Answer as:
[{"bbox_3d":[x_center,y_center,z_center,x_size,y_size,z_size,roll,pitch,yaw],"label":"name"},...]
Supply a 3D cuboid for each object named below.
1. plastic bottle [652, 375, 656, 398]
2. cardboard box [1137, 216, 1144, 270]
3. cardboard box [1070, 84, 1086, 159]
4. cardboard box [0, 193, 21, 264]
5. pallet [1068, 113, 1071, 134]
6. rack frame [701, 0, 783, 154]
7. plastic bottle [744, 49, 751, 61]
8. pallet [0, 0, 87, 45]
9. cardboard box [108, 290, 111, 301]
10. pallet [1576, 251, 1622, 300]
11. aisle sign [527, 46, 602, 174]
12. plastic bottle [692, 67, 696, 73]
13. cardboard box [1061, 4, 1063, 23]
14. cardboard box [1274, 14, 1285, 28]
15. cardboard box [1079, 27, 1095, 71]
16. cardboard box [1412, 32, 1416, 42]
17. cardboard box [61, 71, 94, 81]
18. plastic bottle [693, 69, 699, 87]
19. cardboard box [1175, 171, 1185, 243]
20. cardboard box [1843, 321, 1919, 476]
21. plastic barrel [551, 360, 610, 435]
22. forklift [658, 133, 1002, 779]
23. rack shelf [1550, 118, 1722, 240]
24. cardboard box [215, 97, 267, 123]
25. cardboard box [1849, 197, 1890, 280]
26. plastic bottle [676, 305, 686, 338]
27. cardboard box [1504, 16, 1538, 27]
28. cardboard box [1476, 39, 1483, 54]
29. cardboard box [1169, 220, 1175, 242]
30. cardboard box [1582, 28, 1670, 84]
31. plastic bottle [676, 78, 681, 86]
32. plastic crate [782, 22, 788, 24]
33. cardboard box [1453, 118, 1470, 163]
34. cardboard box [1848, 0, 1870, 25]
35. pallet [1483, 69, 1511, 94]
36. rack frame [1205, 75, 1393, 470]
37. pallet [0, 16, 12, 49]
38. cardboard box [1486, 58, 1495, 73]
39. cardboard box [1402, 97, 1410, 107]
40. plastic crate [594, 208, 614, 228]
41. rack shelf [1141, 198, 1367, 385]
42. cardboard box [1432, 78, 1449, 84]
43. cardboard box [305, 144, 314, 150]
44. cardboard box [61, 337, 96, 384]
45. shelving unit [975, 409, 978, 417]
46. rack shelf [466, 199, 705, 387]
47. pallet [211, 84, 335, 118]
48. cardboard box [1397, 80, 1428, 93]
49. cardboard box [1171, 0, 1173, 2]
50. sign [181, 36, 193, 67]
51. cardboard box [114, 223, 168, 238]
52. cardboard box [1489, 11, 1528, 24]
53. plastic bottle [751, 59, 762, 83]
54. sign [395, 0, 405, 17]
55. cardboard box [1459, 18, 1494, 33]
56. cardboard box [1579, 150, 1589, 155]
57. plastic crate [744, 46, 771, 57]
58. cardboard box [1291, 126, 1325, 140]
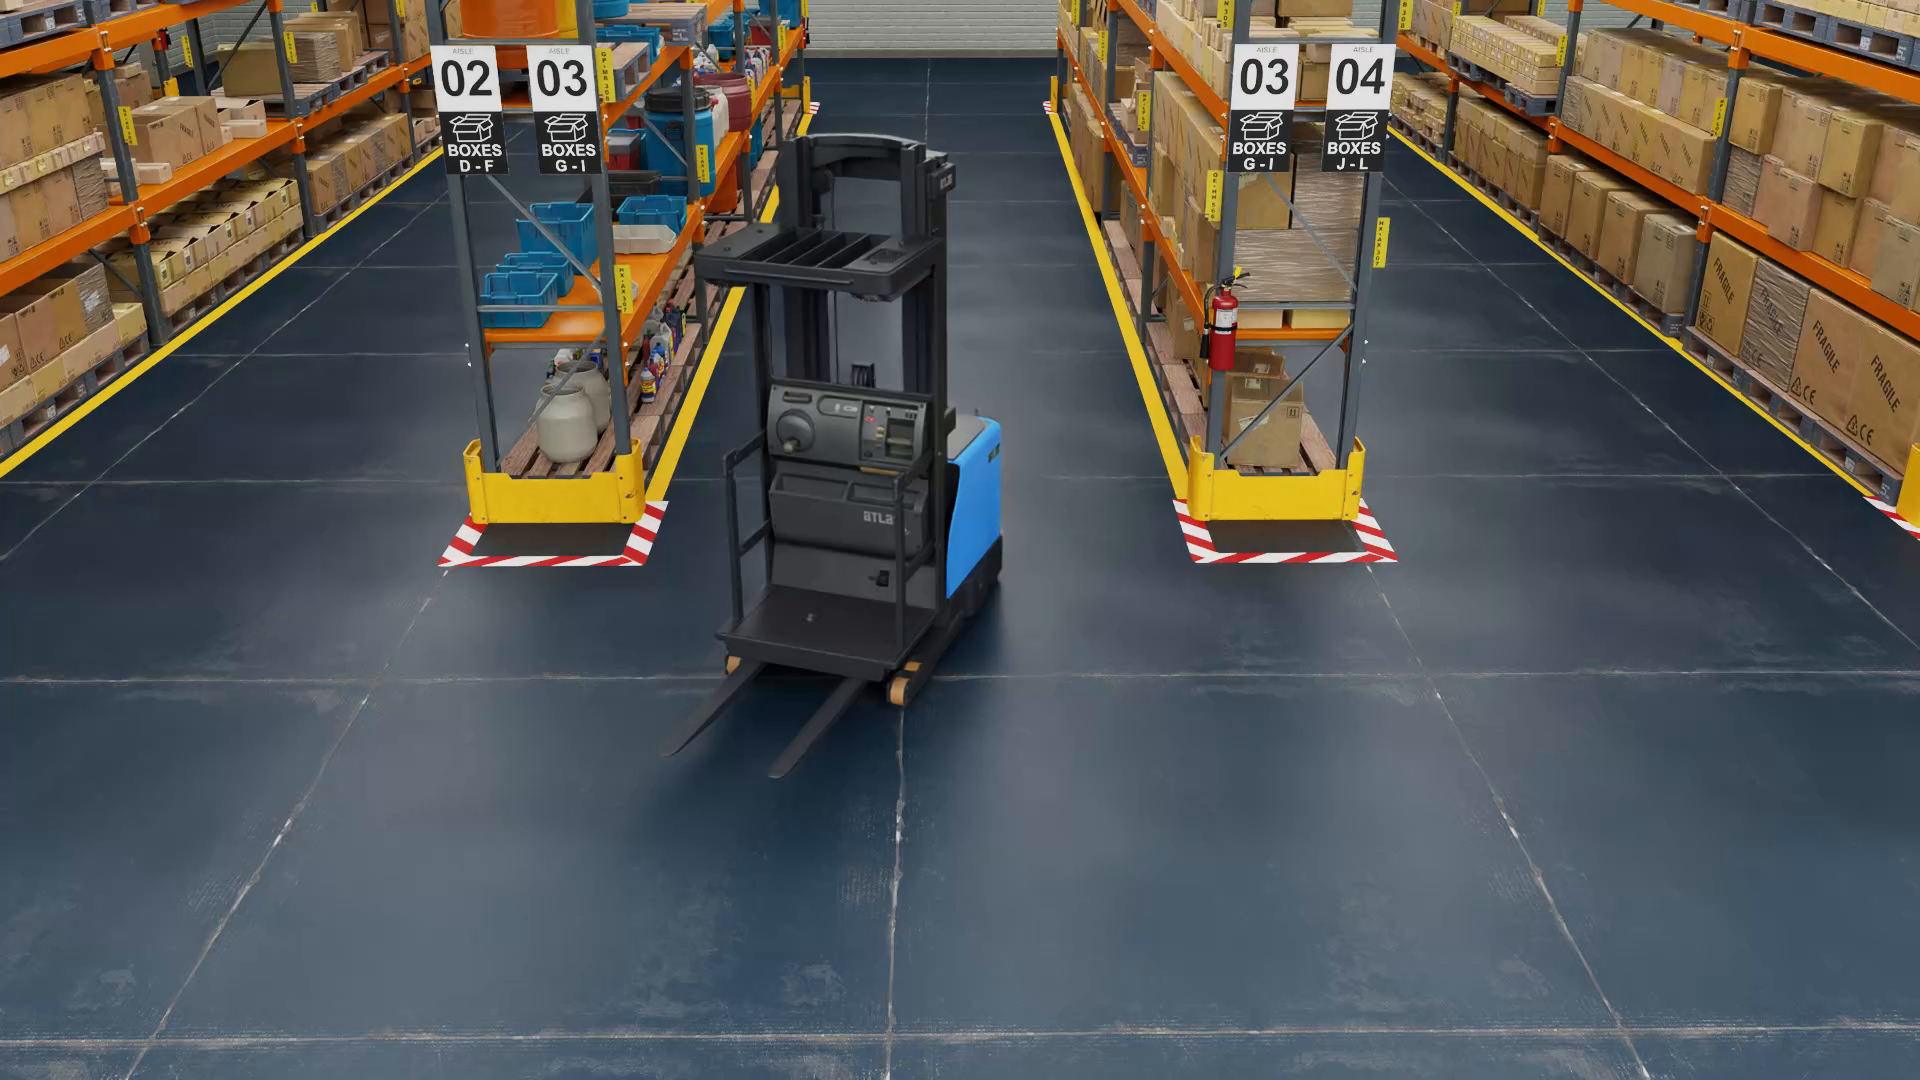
[{"bbox_3d":[-2.467,-1.237,13.207,0.097,0.201,0.097,0,24,0],"label":"plastic bottle"},{"bbox_3d":[2.173,-2.933,16.594,0.700,0.500,0.500,-2,24,-5],"label":"cardboard box"},{"bbox_3d":[2.091,-5.447,21.723,1.225,0.875,0.875,0,24,0],"label":"cardboard box"},{"bbox_3d":[-7.723,-2.376,12.741,0.700,0.500,0.500,0,24,1],"label":"cardboard box"},{"bbox_3d":[2.118,-6.035,24.337,1.003,0.211,1.213,0,24,-1],"label":"pallet"},{"bbox_3d":[-2.889,-6.465,21.905,1.000,3.000,0.127,0,24,-1],"label":"rack frame"},{"bbox_3d":[-2.694,-5.989,20.911,0.144,0.351,0.185,0,24,-1],"label":"plastic bottle"},{"bbox_3d":[-7.719,-4.123,13.194,1.003,0.211,1.213,0,24,-1],"label":"pallet"},{"bbox_3d":[-8.049,-2.256,15.425,0.500,0.250,0.500,0,24,-1],"label":"cardboard box"},{"bbox_3d":[7.012,-2.723,17.014,1.003,0.211,1.213,0,24,-1],"label":"pallet"},{"bbox_3d":[-2.464,-2.677,10.374,0.394,0.787,0.004,0,24,-1],"label":"aisle sign"},{"bbox_3d":[-3.252,-5.627,20.112,0.144,0.351,0.185,0,24,-1],"label":"plastic bottle"},{"bbox_3d":[1.768,-7.790,24.655,0.500,0.250,0.500,-1,24,-1],"label":"cardboard box"},{"bbox_3d":[2.443,-3.673,11.790,0.380,0.149,0.250,-1,24,-3],"label":"cardboard box"},{"bbox_3d":[1.819,-6.342,21.512,0.500,0.500,0.500,0,24,0],"label":"cardboard box"},{"bbox_3d":[6.725,-7.224,23.888,0.380,0.149,0.250,1,24,1],"label":"cardboard box"},{"bbox_3d":[-12.921,-6.763,24.300,0.380,0.149,0.250,0,24,0],"label":"cardboard box"},{"bbox_3d":[-3.147,-5.476,19.860,0.061,0.283,0.133,0,24,-1],"label":"plastic bottle"},{"bbox_3d":[2.135,-2.568,12.807,0.875,0.500,0.500,0,24,-1],"label":"cardboard box"},{"bbox_3d":[7.082,-1.026,11.947,0.875,0.875,0.875,0,24,0],"label":"cardboard box"},{"bbox_3d":[-2.847,-1.056,12.454,0.421,0.512,0.421,0,24,0],"label":"plastic barrel"},{"bbox_3d":[-0.699,-0.601,9.022,1.130,2.935,3.031,8,26,18],"label":"forklift"},{"bbox_3d":[7.090,-3.668,16.593,1.077,0.370,4.000,0,24,-1],"label":"rack shelf"},{"bbox_3d":[-7.838,-4.606,17.901,0.500,0.311,0.500,1,24,3],"label":"cardboard box"},{"bbox_3d":[7.198,-2.202,12.297,0.875,0.550,0.550,0,24,-1],"label":"cardboard box"},{"bbox_3d":[-2.466,-1.935,14.650,0.061,0.283,0.133,1,24,2],"label":"plastic bottle"},{"bbox_3d":[7.224,-6.652,21.390,0.380,0.149,0.250,1,24,2],"label":"cardboard box"},{"bbox_3d":[6.586,-6.085,20.498,0.380,0.149,0.250,1,24,2],"label":"cardboard box"},{"bbox_3d":[1.891,-2.472,13.380,0.380,0.149,0.250,0,24,-1],"label":"cardboard box"},{"bbox_3d":[7.063,-5.136,17.631,0.700,0.500,0.500,0,24,-1],"label":"cardboard box"},{"bbox_3d":[-3.266,-5.226,19.322,0.097,0.271,0.097,0,24,0],"label":"plastic bottle"},{"bbox_3d":[-2.754,-7.566,24.586,0.396,0.136,0.243,0,24,-1],"label":"plastic crate"},{"bbox_3d":[6.767,-5.215,21.664,0.500,0.500,0.500,1,24,1],"label":"cardboard box"},{"bbox_3d":[6.793,-3.883,12.228,0.380,0.149,0.250,0,24,0],"label":"cardboard box"},{"bbox_3d":[7.006,-5.548,20.110,1.003,0.211,1.213,0,24,-1],"label":"pallet"},{"bbox_3d":[2.195,-1.543,11.021,1.000,3.000,0.127,0,24,-1],"label":"rack frame"},{"bbox_3d":[-7.709,-3.622,12.085,1.003,0.211,1.213,0,24,-1],"label":"pallet"},{"bbox_3d":[6.588,-5.739,20.094,0.380,0.149,0.250,-1,24,-3],"label":"cardboard box"},{"bbox_3d":[6.760,-6.499,24.568,0.380,0.149,0.250,-1,24,-3],"label":"cardboard box"},{"bbox_3d":[-3.069,-2.512,13.420,0.450,0.188,0.662,0,24,-1],"label":"plastic crate"},{"bbox_3d":[2.173,-2.039,12.992,1.077,0.370,4.000,0,24,-1],"label":"rack shelf"},{"bbox_3d":[7.315,-6.853,24.990,0.380,0.149,0.250,-1,24,-2],"label":"cardboard box"},{"bbox_3d":[-8.049,-4.455,19.961,0.500,0.500,0.500,-1,24,-2],"label":"cardboard box"},{"bbox_3d":[-7.515,-1.484,13.719,0.500,0.250,0.500,0,24,-1],"label":"cardboard box"},{"bbox_3d":[0.000,-0.413,11.072,0.258,0.900,0.210,0,24,-1],"label":"shelving unit"},{"bbox_3d":[-2.780,-2.017,12.942,1.077,0.370,4.000,0,24,-1],"label":"rack shelf"},{"bbox_3d":[-7.876,-4.988,18.871,1.213,0.211,1.003,0,24,-1],"label":"pallet"},{"bbox_3d":[6.730,-6.743,24.747,0.380,0.149,0.250,-1,24,-3],"label":"cardboard box"},{"bbox_3d":[1.918,-4.426,13.455,0.380,0.149,0.250,-1,24,-3],"label":"cardboard box"},{"bbox_3d":[-8.341,-5.281,17.979,0.100,0.325,0.005,0,24,-1],"label":"sign"},{"bbox_3d":[-8.061,-2.928,16.230,0.500,0.311,0.500,0,24,-1],"label":"cardboard box"},{"bbox_3d":[7.271,-6.854,22.283,0.500,0.500,0.500,-1,24,-2],"label":"cardboard box"},{"bbox_3d":[-2.550,-5.834,20.660,0.152,0.276,0.135,0,24,-1],"label":"plastic bottle"},{"bbox_3d":[-7.287,-6.976,21.629,0.100,0.325,0.005,0,24,-1],"label":"sign"},{"bbox_3d":[6.578,-6.537,21.137,0.380,0.149,0.250,0,24,1],"label":"cardboard box"},{"bbox_3d":[7.303,-4.499,19.172,0.500,0.250,0.500,-1,24,-3],"label":"cardboard box"},{"bbox_3d":[-2.751,-6.565,22.372,0.396,0.136,0.243,0,24,-1],"label":"plastic crate"},{"bbox_3d":[2.463,-2.613,11.693,0.500,0.500,0.500,0,24,-1],"label":"cardboard box"}]
